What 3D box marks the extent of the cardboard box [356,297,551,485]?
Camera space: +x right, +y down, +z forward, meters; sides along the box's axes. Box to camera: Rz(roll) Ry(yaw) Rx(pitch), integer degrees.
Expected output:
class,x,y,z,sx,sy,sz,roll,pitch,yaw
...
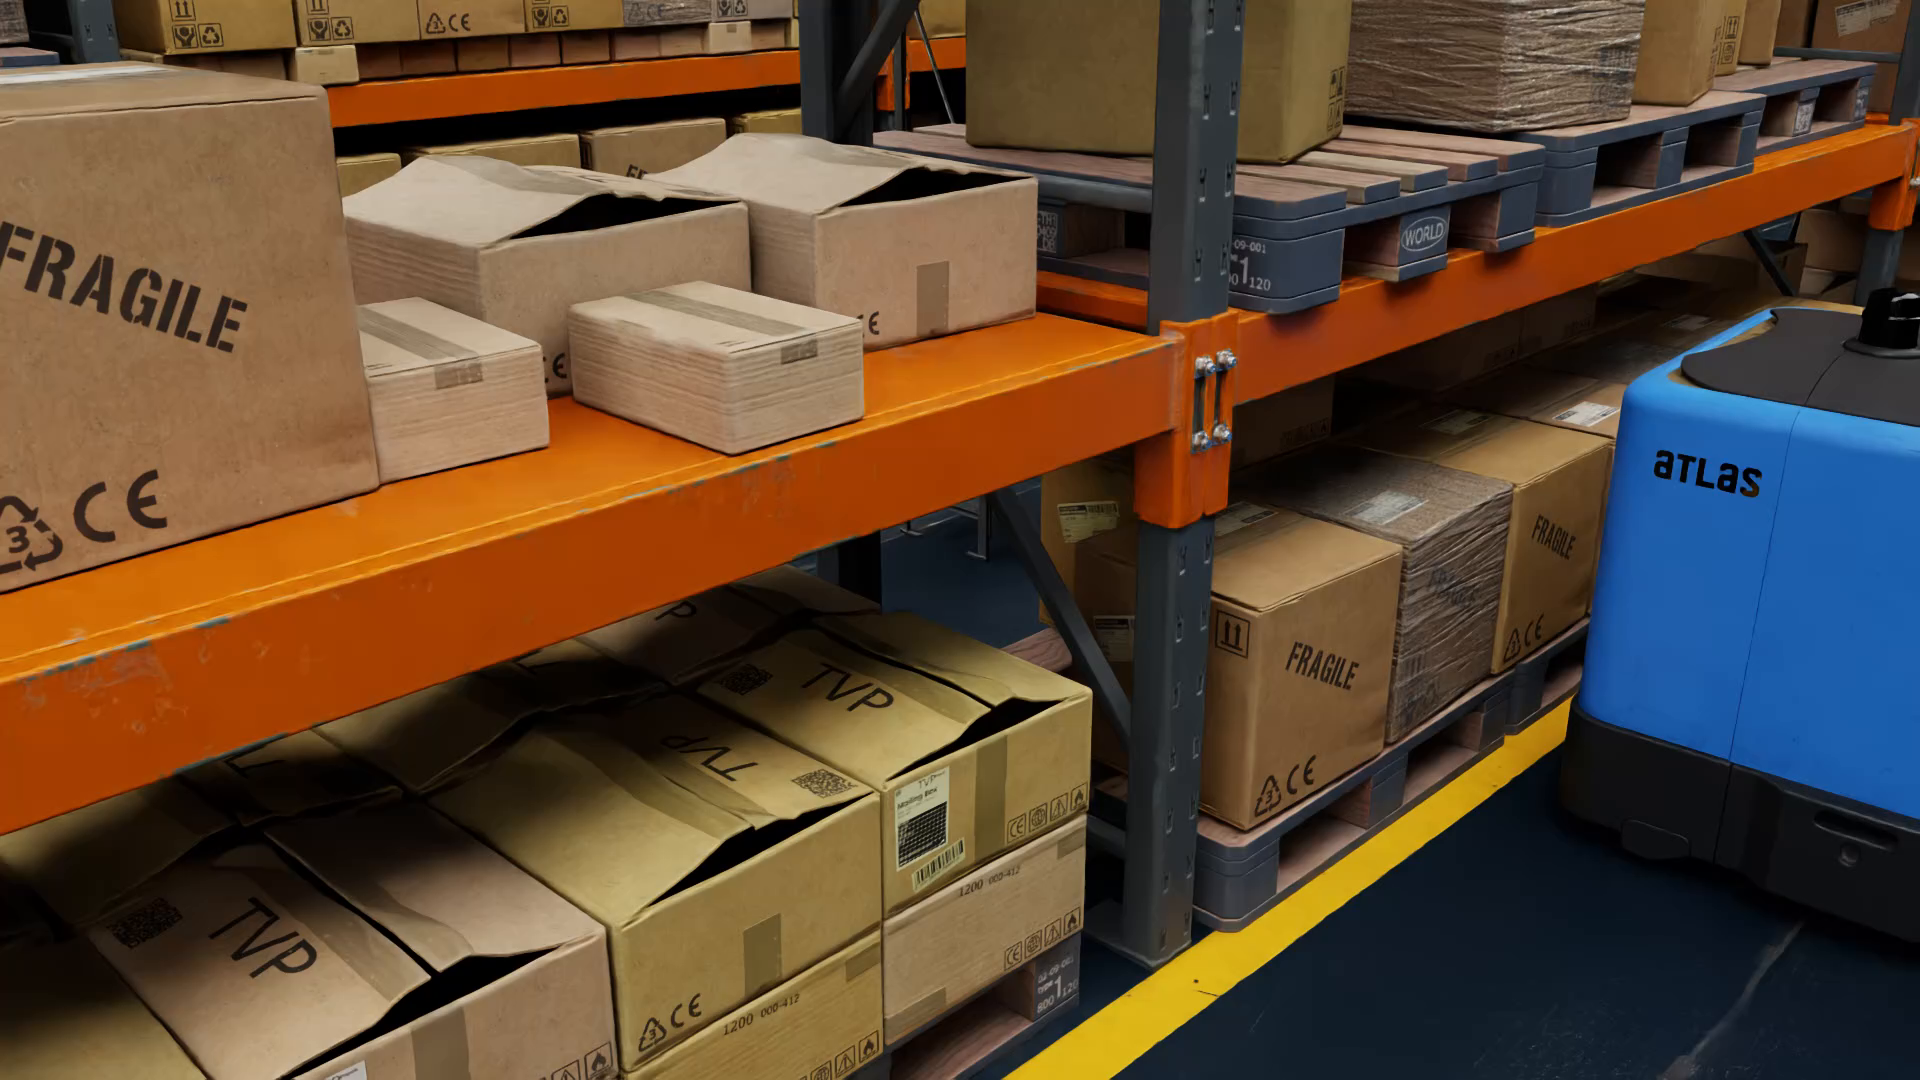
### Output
class,x,y,z,sx,sy,sz,roll,pitch,yaw
cardboard box,-0.776,-0.217,2.307,0.250,0.149,0.380,-18,27,-38

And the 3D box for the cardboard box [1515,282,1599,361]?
class,x,y,z,sx,sy,sz,roll,pitch,yaw
cardboard box,1.654,-0.772,5.228,0.500,0.250,0.500,19,28,41

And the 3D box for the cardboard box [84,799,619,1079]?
class,x,y,z,sx,sy,sz,roll,pitch,yaw
cardboard box,-0.828,0.610,2.271,0.500,0.311,0.500,19,28,40

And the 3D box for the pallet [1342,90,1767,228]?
class,x,y,z,sx,sy,sz,roll,pitch,yaw
pallet,1.426,-1.087,4.490,1.003,0.211,1.213,19,28,41

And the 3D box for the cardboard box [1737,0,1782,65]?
class,x,y,z,sx,sy,sz,roll,pitch,yaw
cardboard box,2.373,-1.881,5.563,0.700,0.500,0.500,9,23,23

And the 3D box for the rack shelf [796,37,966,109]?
class,x,y,z,sx,sy,sz,roll,pitch,yaw
rack shelf,0.707,-3.121,10.517,1.077,0.370,4.000,19,28,41

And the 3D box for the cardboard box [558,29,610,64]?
class,x,y,z,sx,sy,sz,roll,pitch,yaw
cardboard box,-1.833,-2.296,7.690,0.250,0.149,0.380,-19,28,-40

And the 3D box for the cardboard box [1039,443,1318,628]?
class,x,y,z,sx,sy,sz,roll,pitch,yaw
cardboard box,0.557,-0.014,4.300,0.500,0.500,0.500,-19,28,-40

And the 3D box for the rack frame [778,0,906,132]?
class,x,y,z,sx,sy,sz,roll,pitch,yaw
rack frame,-0.688,-2.943,9.050,1.000,3.000,0.127,19,28,41

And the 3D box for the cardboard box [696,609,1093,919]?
class,x,y,z,sx,sy,sz,roll,pitch,yaw
cardboard box,-0.116,0.346,2.959,0.500,0.311,0.500,-19,28,-41

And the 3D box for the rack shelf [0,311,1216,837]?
class,x,y,z,sx,sy,sz,roll,pitch,yaw
rack shelf,-1.322,0.174,1.943,1.077,0.370,4.000,19,28,41

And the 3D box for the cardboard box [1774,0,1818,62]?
class,x,y,z,sx,sy,sz,roll,pitch,yaw
cardboard box,3.028,-1.943,6.311,0.500,0.500,0.500,-20,28,-41

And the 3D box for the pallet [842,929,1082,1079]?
class,x,y,z,sx,sy,sz,roll,pitch,yaw
pallet,-0.529,0.828,3.127,1.003,0.211,1.213,19,28,41

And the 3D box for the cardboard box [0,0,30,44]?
class,x,y,z,sx,sy,sz,roll,pitch,yaw
cardboard box,-3.799,-2.043,5.957,0.700,0.500,0.500,15,26,35

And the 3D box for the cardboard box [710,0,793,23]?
class,x,y,z,sx,sy,sz,roll,pitch,yaw
cardboard box,-1.179,-2.822,8.155,0.500,0.500,0.500,20,28,41

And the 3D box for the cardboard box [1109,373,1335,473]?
class,x,y,z,sx,sy,sz,roll,pitch,yaw
cardboard box,0.594,-0.379,4.206,0.500,0.250,0.500,-19,28,-40

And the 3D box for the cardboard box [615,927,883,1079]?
class,x,y,z,sx,sy,sz,roll,pitch,yaw
cardboard box,-0.476,0.741,2.712,0.500,0.250,0.500,19,28,40

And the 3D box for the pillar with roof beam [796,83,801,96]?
class,x,y,z,sx,sy,sz,roll,pitch,yaw
pillar with roof beam,2.265,-5.062,6.202,9.100,9.000,0.400,19,28,41

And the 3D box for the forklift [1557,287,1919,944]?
class,x,y,z,sx,sy,sz,roll,pitch,yaw
forklift,2.812,-0.477,2.731,3.031,2.935,1.130,18,27,38

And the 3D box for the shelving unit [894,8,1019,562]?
class,x,y,z,sx,sy,sz,roll,pitch,yaw
shelving unit,0.115,-1.023,5.309,0.431,2.100,0.503,19,28,41

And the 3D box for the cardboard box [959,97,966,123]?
class,x,y,z,sx,sy,sz,roll,pitch,yaw
cardboard box,0.213,-2.658,10.303,0.380,0.149,0.250,18,27,39

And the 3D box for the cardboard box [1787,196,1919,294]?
class,x,y,z,sx,sy,sz,roll,pitch,yaw
cardboard box,4.170,-1.228,7.456,0.797,0.503,0.637,19,28,41

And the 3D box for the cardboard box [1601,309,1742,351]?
class,x,y,z,sx,sy,sz,roll,pitch,yaw
cardboard box,2.374,-0.419,5.355,0.500,0.500,0.500,19,28,41

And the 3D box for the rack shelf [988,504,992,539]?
class,x,y,z,sx,sy,sz,roll,pitch,yaw
rack shelf,0.115,-0.357,5.565,0.431,0.518,0.480,19,28,41

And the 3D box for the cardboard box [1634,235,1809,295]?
class,x,y,z,sx,sy,sz,roll,pitch,yaw
cardboard box,3.058,-0.960,6.762,0.500,0.500,0.500,19,28,41

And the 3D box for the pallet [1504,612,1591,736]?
class,x,y,z,sx,sy,sz,roll,pitch,yaw
pallet,1.472,0.131,4.939,1.003,0.211,1.213,19,28,41

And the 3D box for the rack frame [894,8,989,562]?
class,x,y,z,sx,sy,sz,roll,pitch,yaw
rack frame,-0.055,-0.960,5.145,0.400,2.100,0.015,19,28,41

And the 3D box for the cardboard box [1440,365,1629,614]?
class,x,y,z,sx,sy,sz,roll,pitch,yaw
cardboard box,1.670,-0.159,4.678,0.500,0.500,0.500,18,27,39

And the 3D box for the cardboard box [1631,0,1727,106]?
class,x,y,z,sx,sy,sz,roll,pitch,yaw
cardboard box,1.675,-1.477,4.512,0.700,0.500,0.500,12,24,27

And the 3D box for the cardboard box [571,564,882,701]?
class,x,y,z,sx,sy,sz,roll,pitch,yaw
cardboard box,-0.503,0.211,3.310,0.500,0.311,0.500,-19,28,-40

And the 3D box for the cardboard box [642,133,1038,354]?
class,x,y,z,sx,sy,sz,roll,pitch,yaw
cardboard box,-0.212,-0.552,2.953,0.500,0.311,0.500,-18,27,-39

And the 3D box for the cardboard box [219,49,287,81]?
class,x,y,z,sx,sy,sz,roll,pitch,yaw
cardboard box,-2.901,-1.896,6.649,0.250,0.149,0.380,-20,29,-41

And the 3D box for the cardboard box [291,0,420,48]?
class,x,y,z,sx,sy,sz,roll,pitch,yaw
cardboard box,-2.584,-2.303,6.803,0.500,0.500,0.500,-19,28,-40

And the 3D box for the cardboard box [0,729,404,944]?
class,x,y,z,sx,sy,sz,roll,pitch,yaw
cardboard box,-1.221,0.479,2.614,0.500,0.311,0.500,18,28,39

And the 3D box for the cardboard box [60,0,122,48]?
class,x,y,z,sx,sy,sz,roll,pitch,yaw
cardboard box,-3.338,-2.297,6.788,0.500,0.500,0.500,19,28,41

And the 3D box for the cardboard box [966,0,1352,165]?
class,x,y,z,sx,sy,sz,roll,pitch,yaw
cardboard box,0.432,-1.109,3.553,0.700,0.500,0.500,9,23,23

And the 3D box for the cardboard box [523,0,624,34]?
class,x,y,z,sx,sy,sz,roll,pitch,yaw
cardboard box,-1.880,-2.566,7.487,0.500,0.500,0.500,-19,28,-41

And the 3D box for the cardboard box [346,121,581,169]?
class,x,y,z,sx,sy,sz,roll,pitch,yaw
cardboard box,-2.256,-1.487,7.674,0.750,0.750,0.750,19,28,40

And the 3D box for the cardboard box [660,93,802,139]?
class,x,y,z,sx,sy,sz,roll,pitch,yaw
cardboard box,-1.049,-1.936,8.841,0.750,0.750,0.750,20,28,41

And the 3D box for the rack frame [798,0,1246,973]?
class,x,y,z,sx,sy,sz,roll,pitch,yaw
rack frame,0.073,-0.676,3.152,1.000,3.000,0.127,19,28,41

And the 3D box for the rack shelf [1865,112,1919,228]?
class,x,y,z,sx,sy,sz,roll,pitch,yaw
rack shelf,4.259,-1.882,7.294,1.077,0.370,4.000,19,28,41

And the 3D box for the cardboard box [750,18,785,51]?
class,x,y,z,sx,sy,sz,roll,pitch,yaw
cardboard box,-1.093,-2.551,8.353,0.250,0.149,0.380,-19,28,-40

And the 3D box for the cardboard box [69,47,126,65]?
class,x,y,z,sx,sy,sz,roll,pitch,yaw
cardboard box,-3.435,-1.955,6.801,0.250,0.149,0.380,-20,28,-41

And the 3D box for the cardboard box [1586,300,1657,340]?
class,x,y,z,sx,sy,sz,roll,pitch,yaw
cardboard box,1.987,-0.539,5.668,0.500,0.500,0.500,-20,28,-41

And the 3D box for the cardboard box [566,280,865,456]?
class,x,y,z,sx,sy,sz,roll,pitch,yaw
cardboard box,-0.356,-0.258,2.416,0.380,0.149,0.250,19,28,41

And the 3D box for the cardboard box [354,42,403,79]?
class,x,y,z,sx,sy,sz,roll,pitch,yaw
cardboard box,-2.568,-2.039,7.020,0.380,0.149,0.250,19,28,40

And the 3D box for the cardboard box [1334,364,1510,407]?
class,x,y,z,sx,sy,sz,roll,pitch,yaw
cardboard box,1.280,-0.283,5.001,0.500,0.500,0.500,18,27,39

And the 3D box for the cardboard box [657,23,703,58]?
class,x,y,z,sx,sy,sz,roll,pitch,yaw
cardboard box,-1.454,-2.422,8.018,0.380,0.149,0.250,19,28,41

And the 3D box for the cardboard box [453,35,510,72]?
class,x,y,z,sx,sy,sz,roll,pitch,yaw
cardboard box,-2.206,-2.171,7.365,0.250,0.149,0.380,-20,28,-41

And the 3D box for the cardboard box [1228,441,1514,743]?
class,x,y,z,sx,sy,sz,roll,pitch,yaw
cardboard box,0.957,0.104,3.994,0.500,0.500,0.500,18,27,39
